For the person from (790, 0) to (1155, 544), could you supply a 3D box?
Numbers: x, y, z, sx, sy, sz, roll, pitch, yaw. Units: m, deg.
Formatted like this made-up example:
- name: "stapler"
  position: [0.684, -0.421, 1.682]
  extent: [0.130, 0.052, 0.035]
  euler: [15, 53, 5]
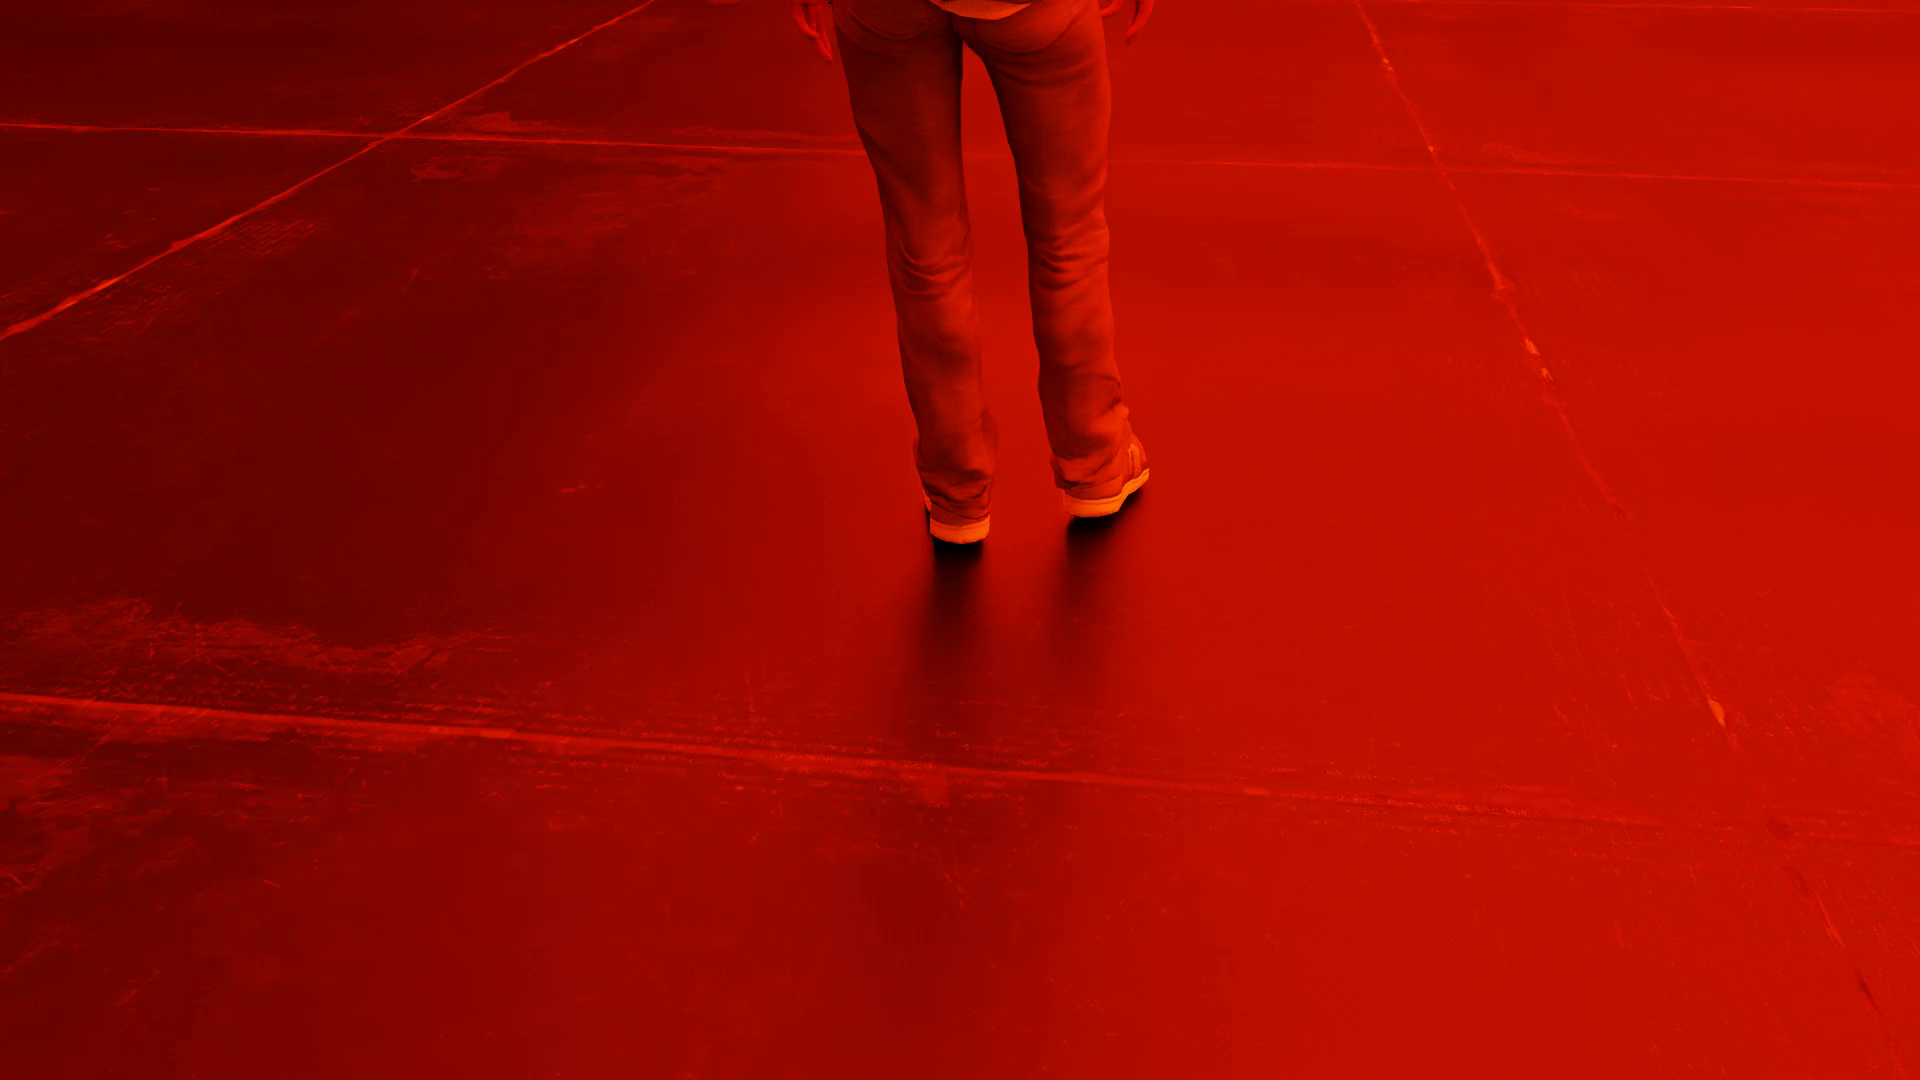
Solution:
- name: "person"
  position: [0.024, -0.753, 2.205]
  extent: [0.521, 1.599, 0.473]
  euler: [3, 27, 7]
